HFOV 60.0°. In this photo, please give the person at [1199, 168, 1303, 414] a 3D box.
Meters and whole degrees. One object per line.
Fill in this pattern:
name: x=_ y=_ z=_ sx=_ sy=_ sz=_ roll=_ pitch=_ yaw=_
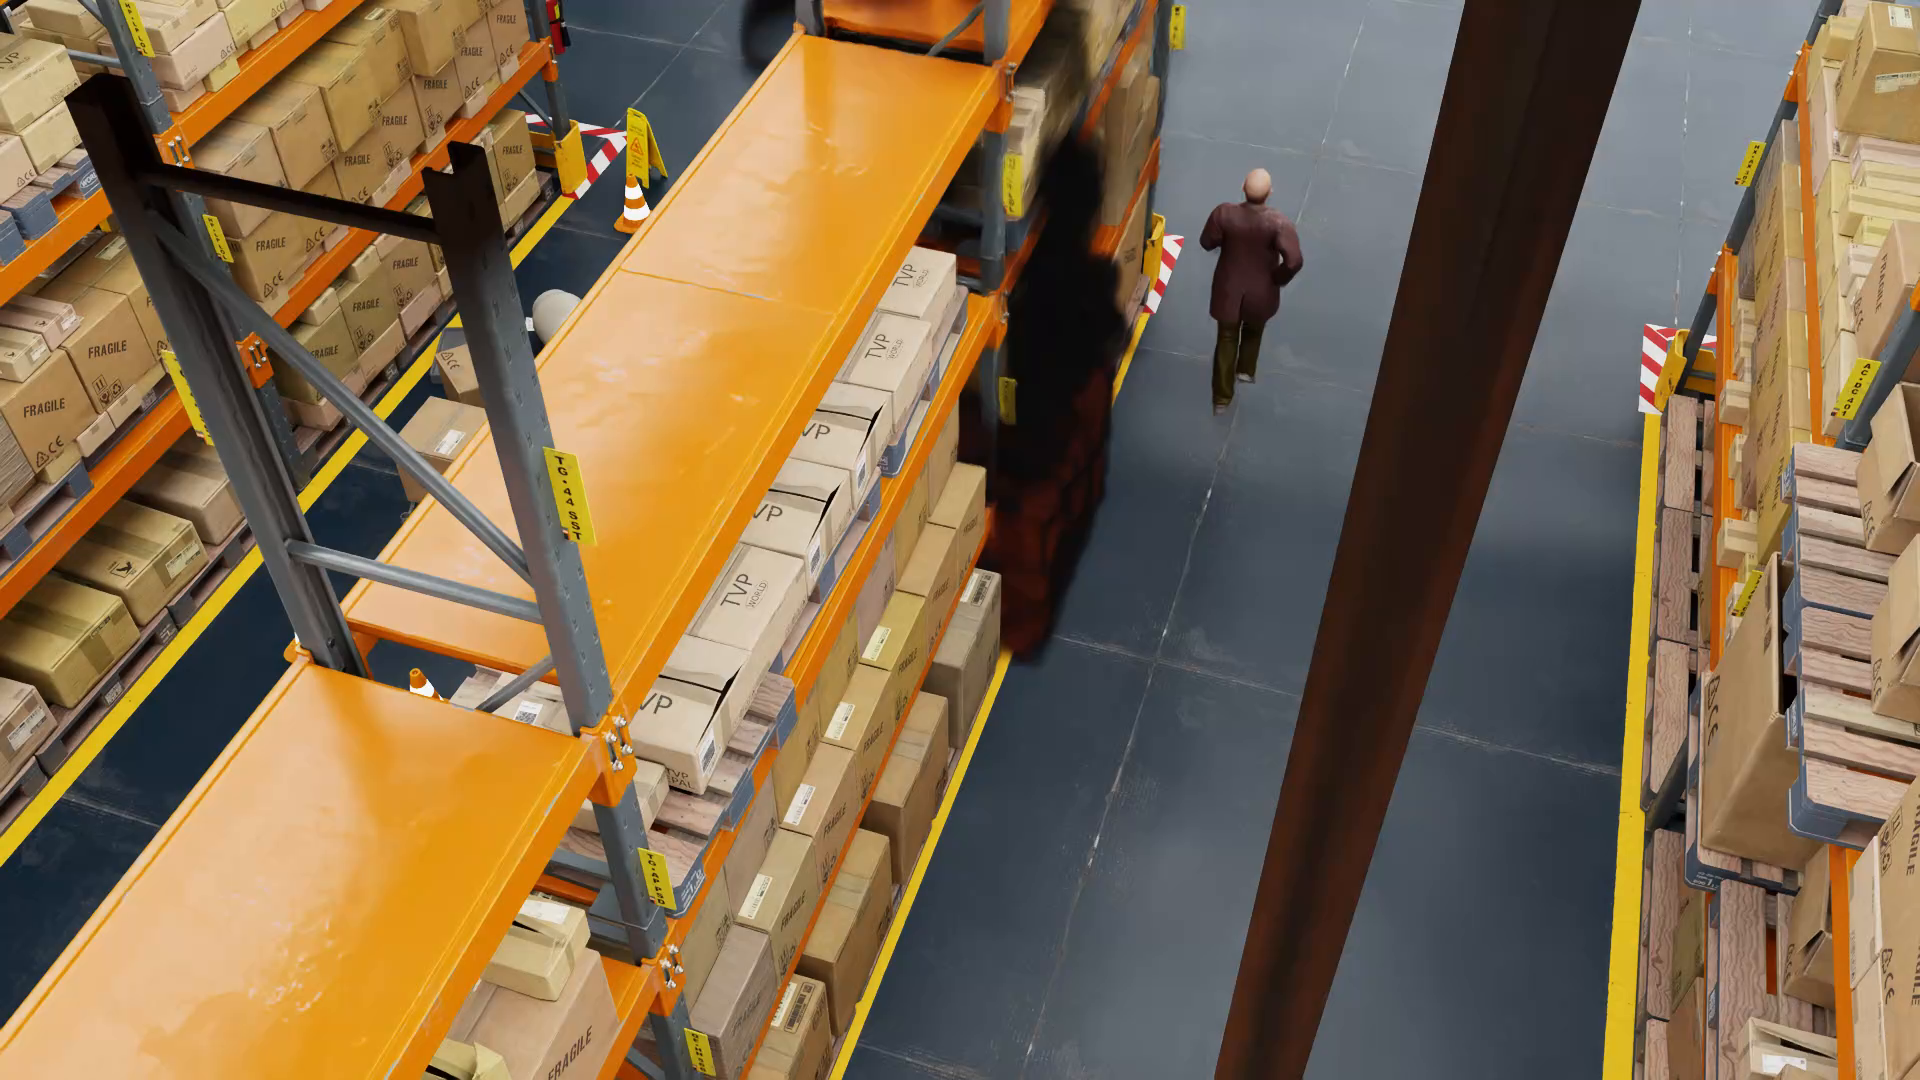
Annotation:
person: x=1.905 y=-1.655 z=11.145 sx=0.684 sy=1.907 sz=0.826 roll=9 pitch=46 yaw=9
